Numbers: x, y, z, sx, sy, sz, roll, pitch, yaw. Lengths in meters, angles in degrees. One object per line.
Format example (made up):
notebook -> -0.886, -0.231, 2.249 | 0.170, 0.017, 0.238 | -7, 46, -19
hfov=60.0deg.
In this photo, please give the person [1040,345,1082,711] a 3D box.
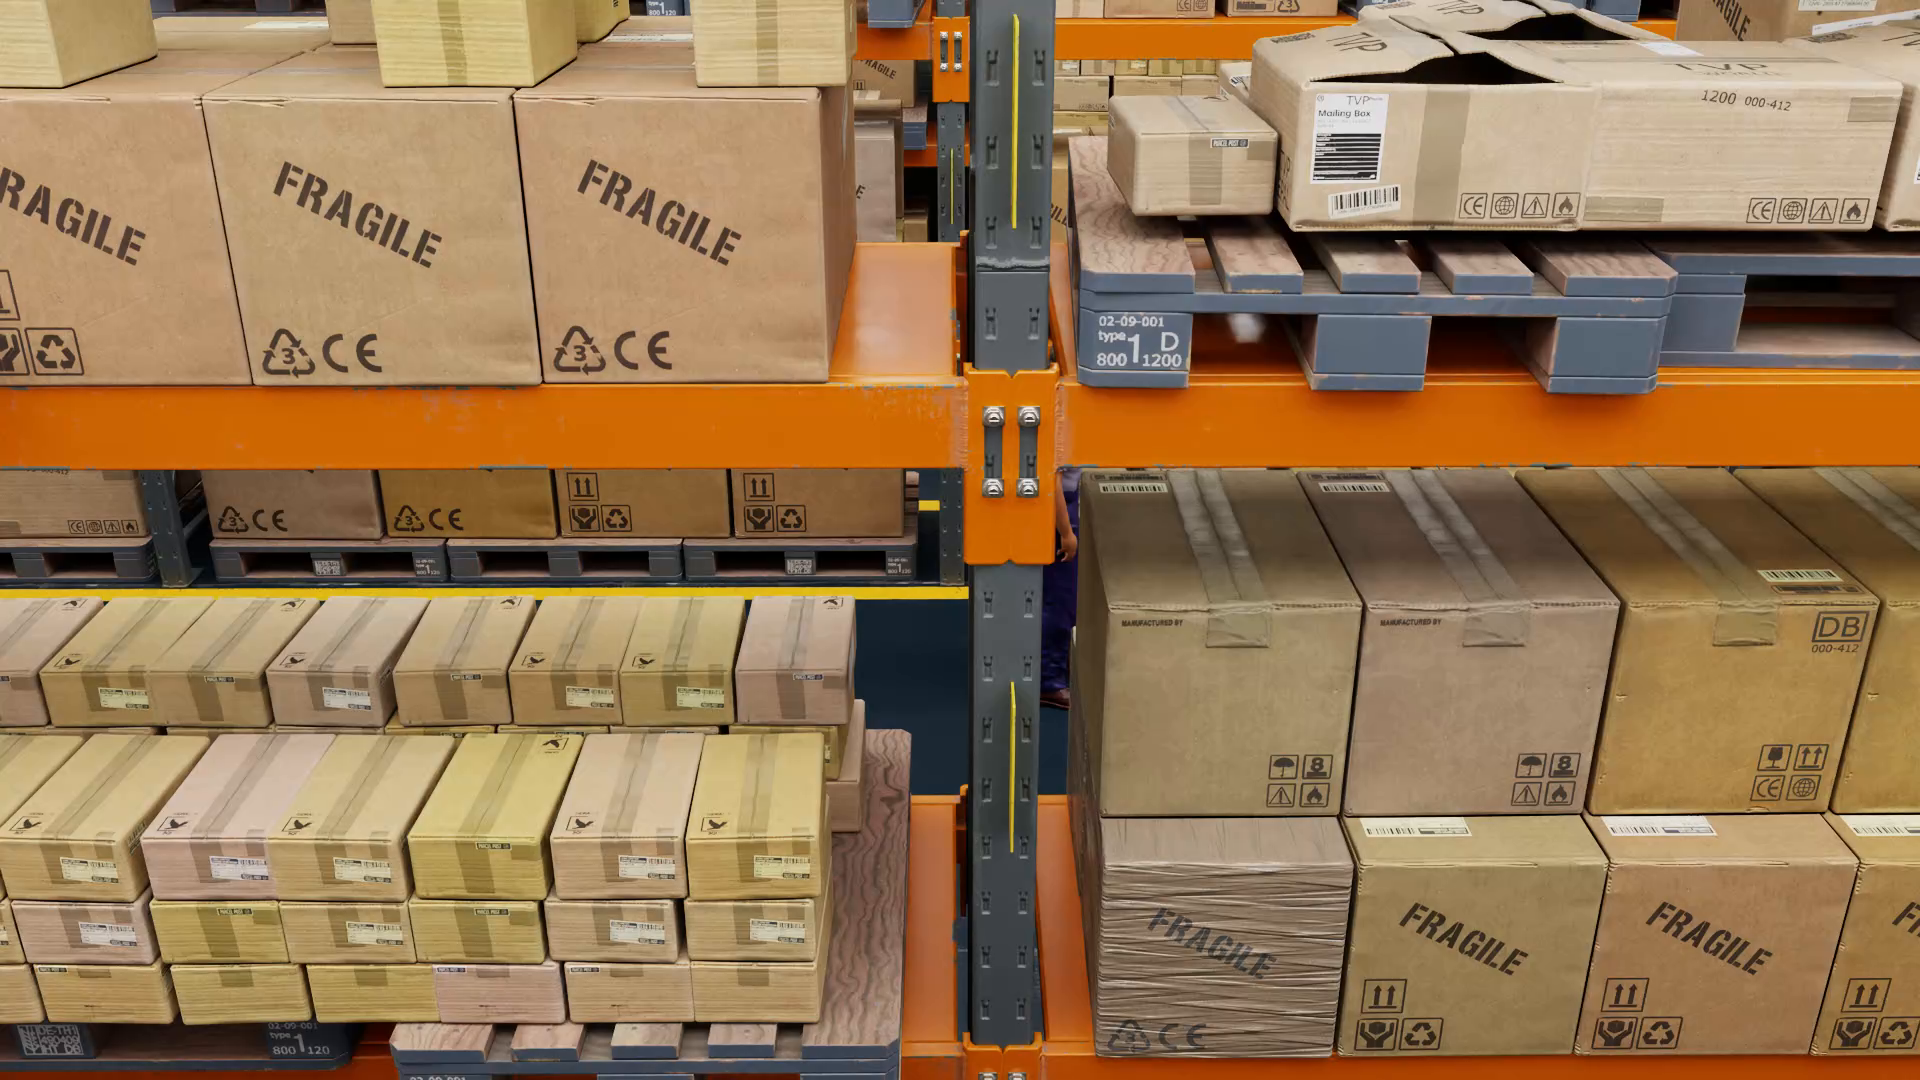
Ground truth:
person -> 0.406, -0.093, 7.321 | 0.375, 1.649, 0.550 | -3, 24, -6
